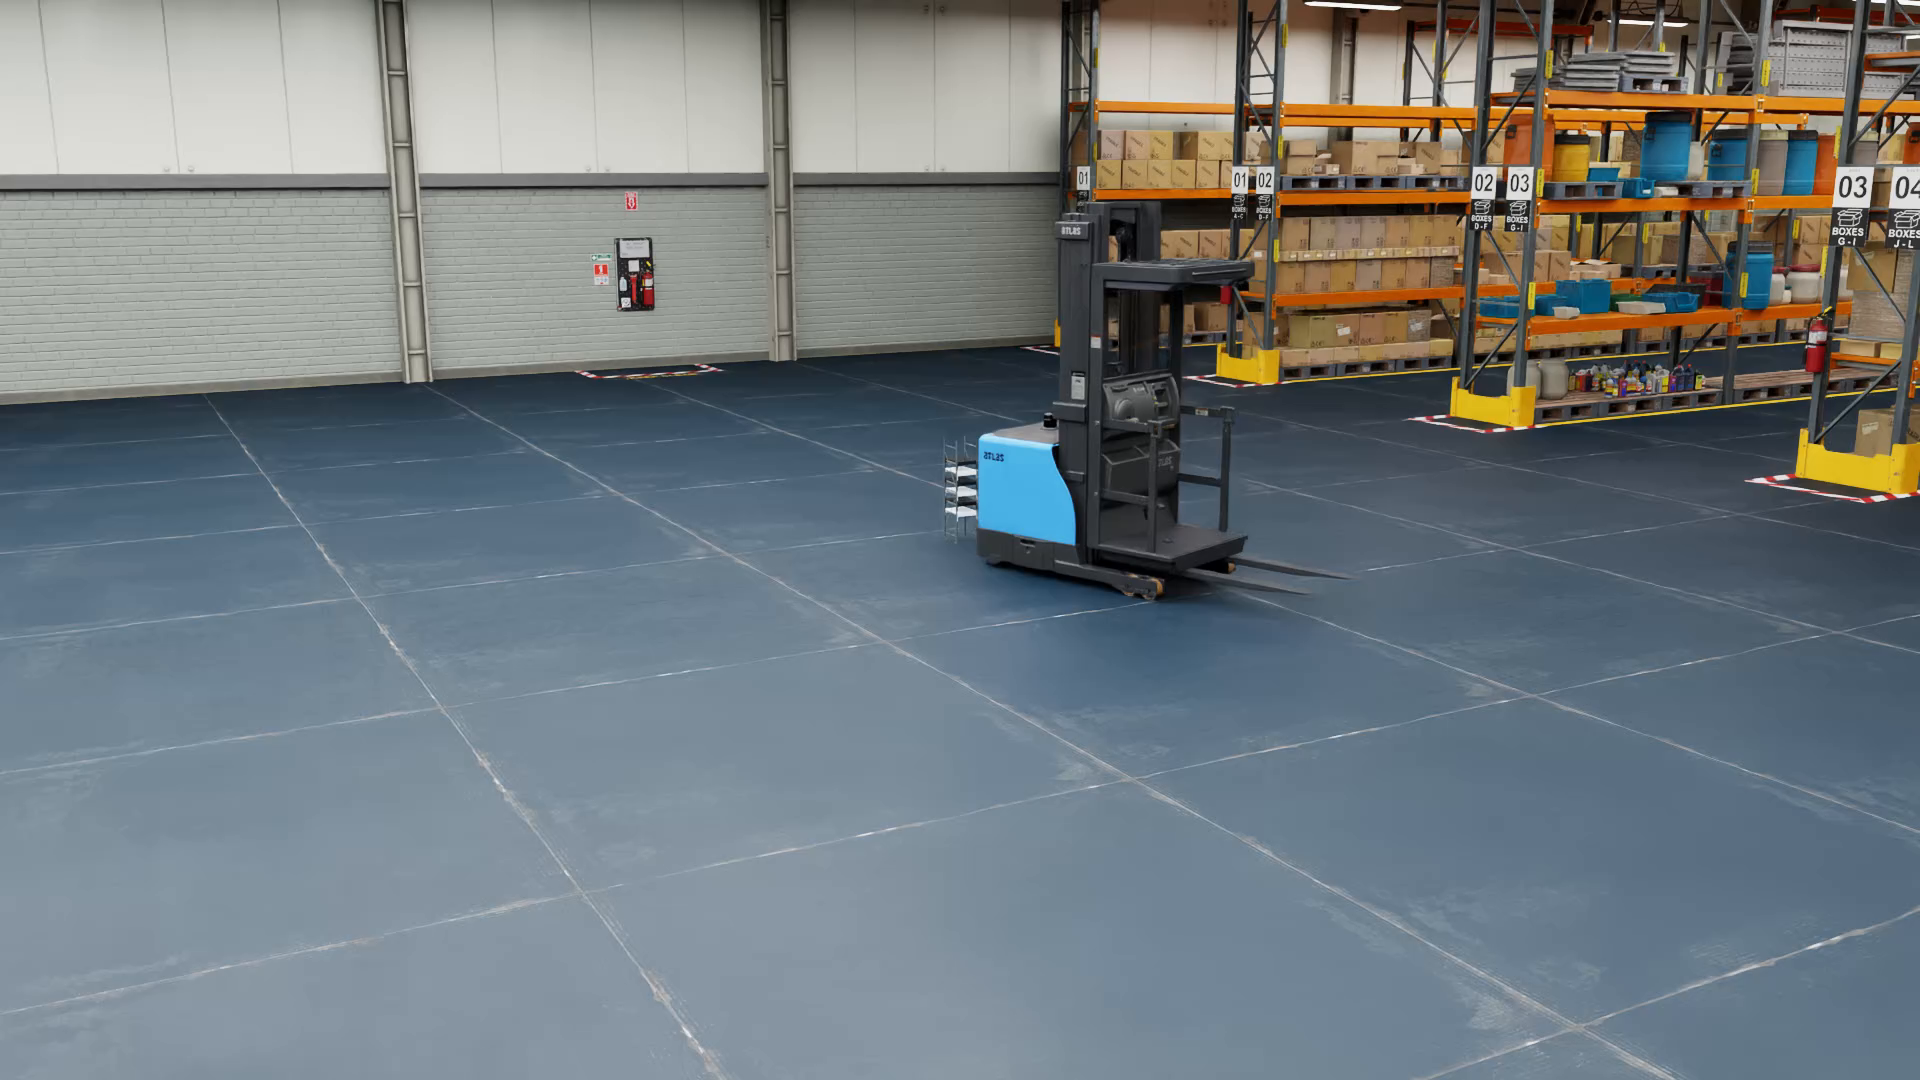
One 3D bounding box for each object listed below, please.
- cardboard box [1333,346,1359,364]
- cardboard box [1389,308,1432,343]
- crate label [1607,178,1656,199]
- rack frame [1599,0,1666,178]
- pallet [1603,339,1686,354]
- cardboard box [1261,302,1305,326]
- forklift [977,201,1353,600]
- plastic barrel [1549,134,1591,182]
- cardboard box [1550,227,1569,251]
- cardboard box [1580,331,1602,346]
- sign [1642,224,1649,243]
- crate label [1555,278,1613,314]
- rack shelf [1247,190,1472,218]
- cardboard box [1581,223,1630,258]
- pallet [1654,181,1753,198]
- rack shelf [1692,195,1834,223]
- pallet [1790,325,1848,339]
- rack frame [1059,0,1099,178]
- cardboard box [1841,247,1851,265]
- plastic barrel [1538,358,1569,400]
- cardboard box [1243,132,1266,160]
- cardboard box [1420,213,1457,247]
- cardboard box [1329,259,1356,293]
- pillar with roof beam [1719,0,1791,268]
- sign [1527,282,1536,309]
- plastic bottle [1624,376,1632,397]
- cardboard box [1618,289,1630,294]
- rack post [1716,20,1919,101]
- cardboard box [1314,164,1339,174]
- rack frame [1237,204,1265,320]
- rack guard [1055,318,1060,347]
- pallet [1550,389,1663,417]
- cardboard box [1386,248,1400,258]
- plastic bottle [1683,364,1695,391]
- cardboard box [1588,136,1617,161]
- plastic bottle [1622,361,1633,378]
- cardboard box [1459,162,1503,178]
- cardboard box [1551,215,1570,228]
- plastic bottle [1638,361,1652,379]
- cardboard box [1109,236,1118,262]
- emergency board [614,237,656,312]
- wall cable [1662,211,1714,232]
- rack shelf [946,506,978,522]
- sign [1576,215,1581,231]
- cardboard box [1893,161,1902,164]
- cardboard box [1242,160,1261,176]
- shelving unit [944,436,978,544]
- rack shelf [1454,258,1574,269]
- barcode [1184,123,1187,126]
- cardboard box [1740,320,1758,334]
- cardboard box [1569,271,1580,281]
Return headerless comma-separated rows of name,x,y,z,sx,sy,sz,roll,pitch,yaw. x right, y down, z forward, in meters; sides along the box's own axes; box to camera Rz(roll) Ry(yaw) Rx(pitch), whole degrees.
cardboard box,5.897,-2.931,26.106,0.500,0.250,0.500,-7,14,-28
cardboard box,7.207,-3.457,26.735,0.500,0.500,0.500,-7,14,-28
crate label,8.615,-4.517,21.355,0.408,0.251,0.502,-7,14,-28
rack frame,11.465,-7.716,28.401,0.127,3.000,1.000,-7,14,-28
pallet,12.139,-3.500,29.682,1.213,0.211,1.003,-7,14,-28
cardboard box,6.216,-4.399,32.014,0.500,0.500,0.700,-6,14,-26
forklift,1.574,-1.104,12.839,3.031,2.935,1.130,11,17,40
plastic barrel,7.753,-4.897,21.322,0.600,0.588,0.600,0,13,0
cardboard box,12.315,-6.271,34.692,0.500,0.500,0.500,-7,15,-29
cardboard box,10.670,-3.496,28.616,0.500,0.250,0.500,-7,14,-29
sign,11.734,-5.248,28.458,0.005,0.325,0.100,-7,14,-28
crate label,8.299,-3.256,22.164,0.616,0.435,0.502,-7,14,-28
rack shelf,6.199,-5.271,26.004,4.000,0.370,1.077,-7,14,-28
cardboard box,13.727,-6.441,35.713,0.700,0.700,0.980,-7,15,-29
pallet,9.738,-4.690,22.217,1.003,0.211,1.213,-7,14,-28
rack shelf,12.080,-4.737,23.631,4.000,0.370,1.077,-7,14,-28
pallet,16.652,-4.051,32.130,1.213,0.211,1.003,-7,14,-28
rack frame,2.066,-7.829,28.901,0.127,3.000,1.000,-7,14,-28
cardboard box,16.442,-5.367,31.397,0.500,0.500,0.500,-7,14,-28
plastic barrel,7.794,-2.121,21.911,0.421,0.512,0.421,0,13,0
cardboard box,5.268,-7.228,30.511,0.500,0.500,0.500,-8,15,-33
cardboard box,7.568,-5.003,26.823,0.500,0.500,0.700,-7,14,-28
cardboard box,5.756,-4.151,25.993,0.500,0.500,0.700,-7,14,-27
pillar with roof beam,20.128,-9.133,34.697,0.548,9.000,9.100,-7,14,-28
sign,7.073,-3.022,20.573,0.005,0.325,0.100,-7,14,-28
plastic bottle,8.855,-2.043,22.068,0.097,0.271,0.097,0,13,0
cardboard box,14.199,-5.315,36.129,0.500,0.500,0.700,-6,14,-27
rack post,12.012,-6.662,23.260,3.121,1.000,1.013,-7,14,-28
cardboard box,5.560,-5.652,25.355,0.250,0.149,0.380,-7,14,-28
rack frame,5.577,-5.323,31.430,0.127,3.000,1.000,-7,14,-28
rack guard,2.133,-3.691,29.870,0.348,0.500,1.175,-7,14,-28
pallet,8.643,-1.861,22.400,1.213,0.211,1.003,-7,14,-28
cardboard box,6.703,-4.531,26.204,0.250,0.149,0.380,-6,14,-26
plastic bottle,9.897,-2.213,22.641,0.185,0.351,0.144,-7,15,-29
cardboard box,13.359,-8.195,34.810,0.500,0.500,0.500,-7,14,-28
plastic bottle,9.251,-2.311,23.078,0.185,0.351,0.144,-8,15,-30
cardboard box,8.500,-6.027,27.110,0.500,0.250,0.500,-5,14,-22
cardboard box,12.312,-6.636,34.604,0.500,0.250,0.500,-6,14,-26
plastic bottle,9.486,-2.303,23.043,0.185,0.351,0.144,-7,14,-28
cardboard box,2.630,-5.197,29.458,0.500,0.500,0.500,-7,14,-28
emergency board,-5.187,-4.259,26.701,0.643,1.169,0.194,-7,14,-28
wall cable,16.781,-7.398,38.336,1.851,1.984,0.084,-7,14,-28
rack shelf,0.007,-0.232,14.561,0.200,0.077,0.258,-7,14,-28
sign,12.868,-6.587,34.591,0.005,0.325,0.100,-7,14,-28
cardboard box,17.720,-7.109,31.739,0.500,0.250,0.500,-7,14,-28
cardboard box,5.250,-6.744,30.638,0.500,0.500,0.500,-6,14,-26
shelving unit,0.007,-0.440,14.514,0.210,0.900,0.258,-7,14,-28
rack shelf,10.844,-5.603,34.313,4.000,0.370,1.077,-7,14,-28
barcode,4.151,-7.650,30.610,0.075,0.075,0.001,-7,14,-28
cardboard box,14.242,-4.048,30.455,0.500,0.500,0.500,-7,14,-28
cardboard box,10.373,-4.522,28.443,0.250,0.149,0.380,-6,14,-24
